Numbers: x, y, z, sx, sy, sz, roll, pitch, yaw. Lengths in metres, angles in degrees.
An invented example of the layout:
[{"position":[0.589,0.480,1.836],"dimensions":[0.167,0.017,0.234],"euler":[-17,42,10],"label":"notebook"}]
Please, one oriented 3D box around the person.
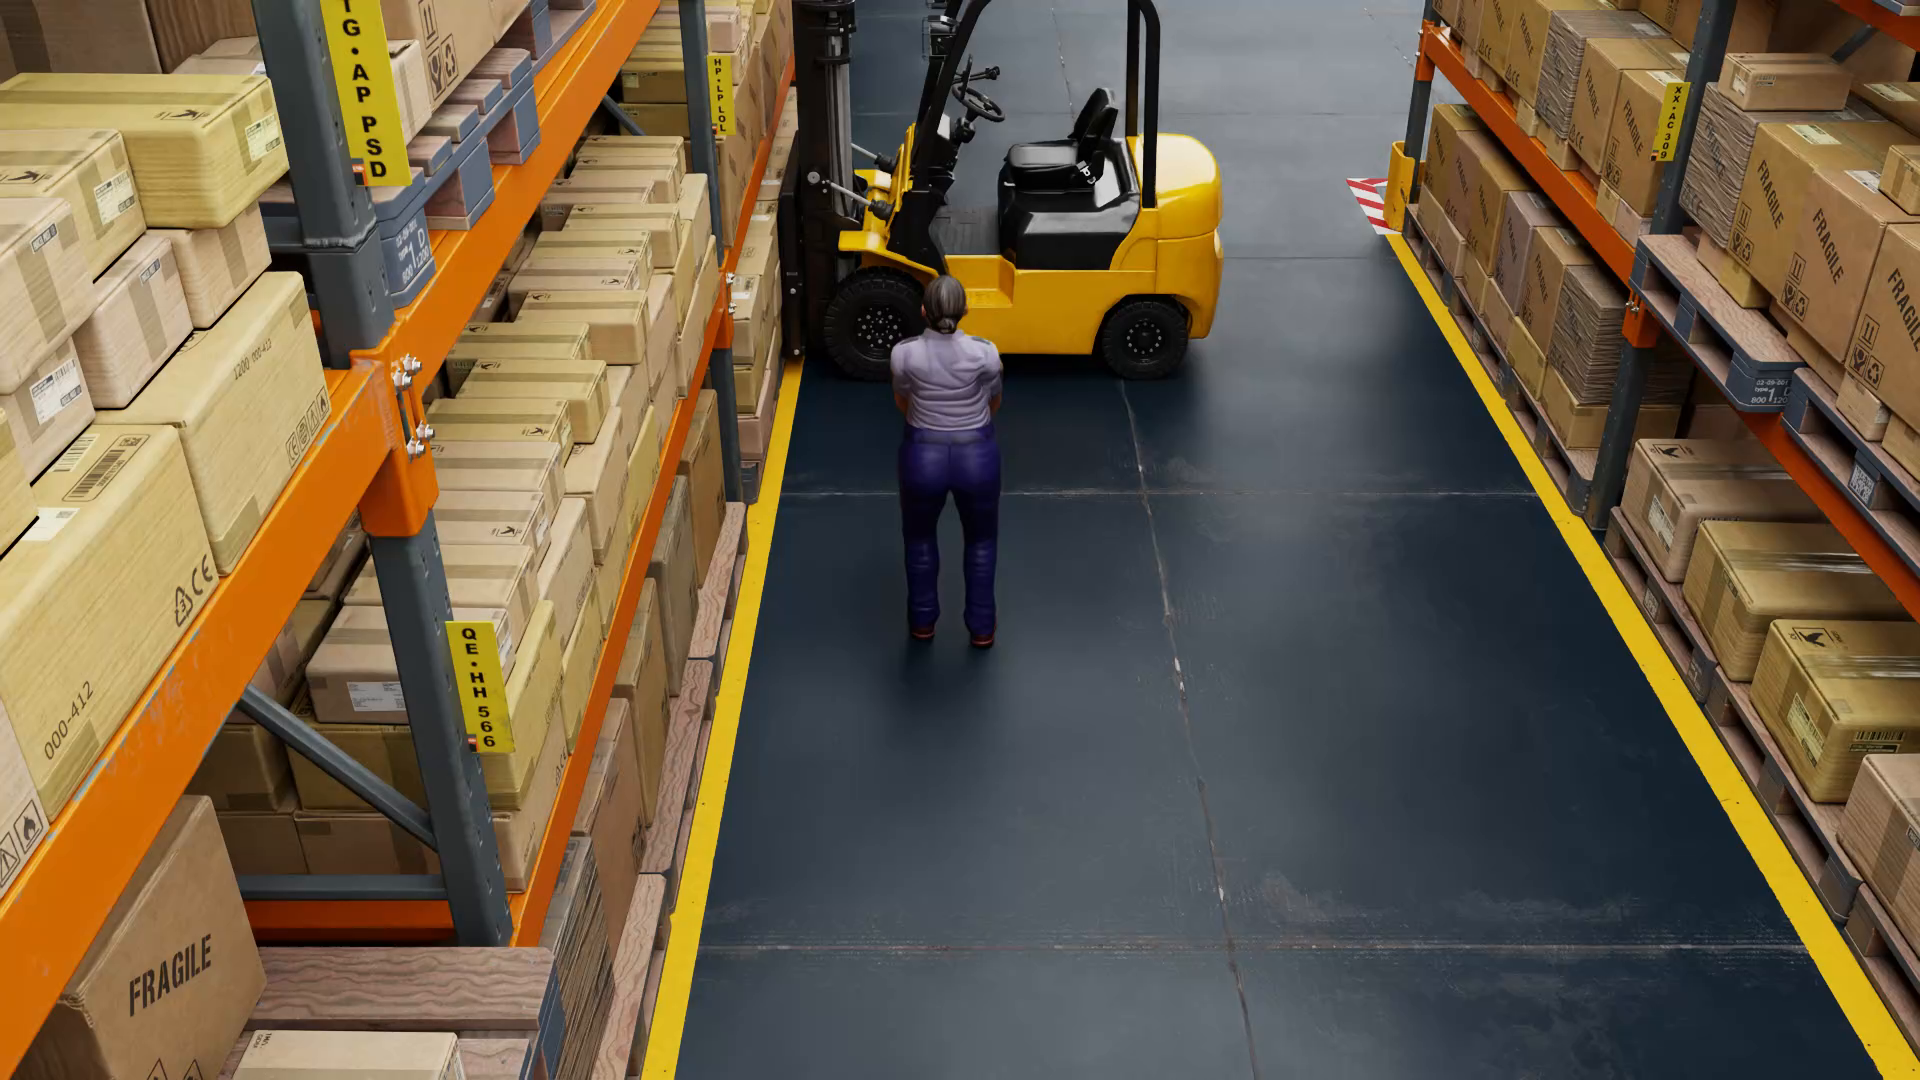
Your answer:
[{"position":[-0.053,-0.338,6.705],"dimensions":[0.441,1.646,0.519],"euler":[0,32,-1],"label":"person"}]
